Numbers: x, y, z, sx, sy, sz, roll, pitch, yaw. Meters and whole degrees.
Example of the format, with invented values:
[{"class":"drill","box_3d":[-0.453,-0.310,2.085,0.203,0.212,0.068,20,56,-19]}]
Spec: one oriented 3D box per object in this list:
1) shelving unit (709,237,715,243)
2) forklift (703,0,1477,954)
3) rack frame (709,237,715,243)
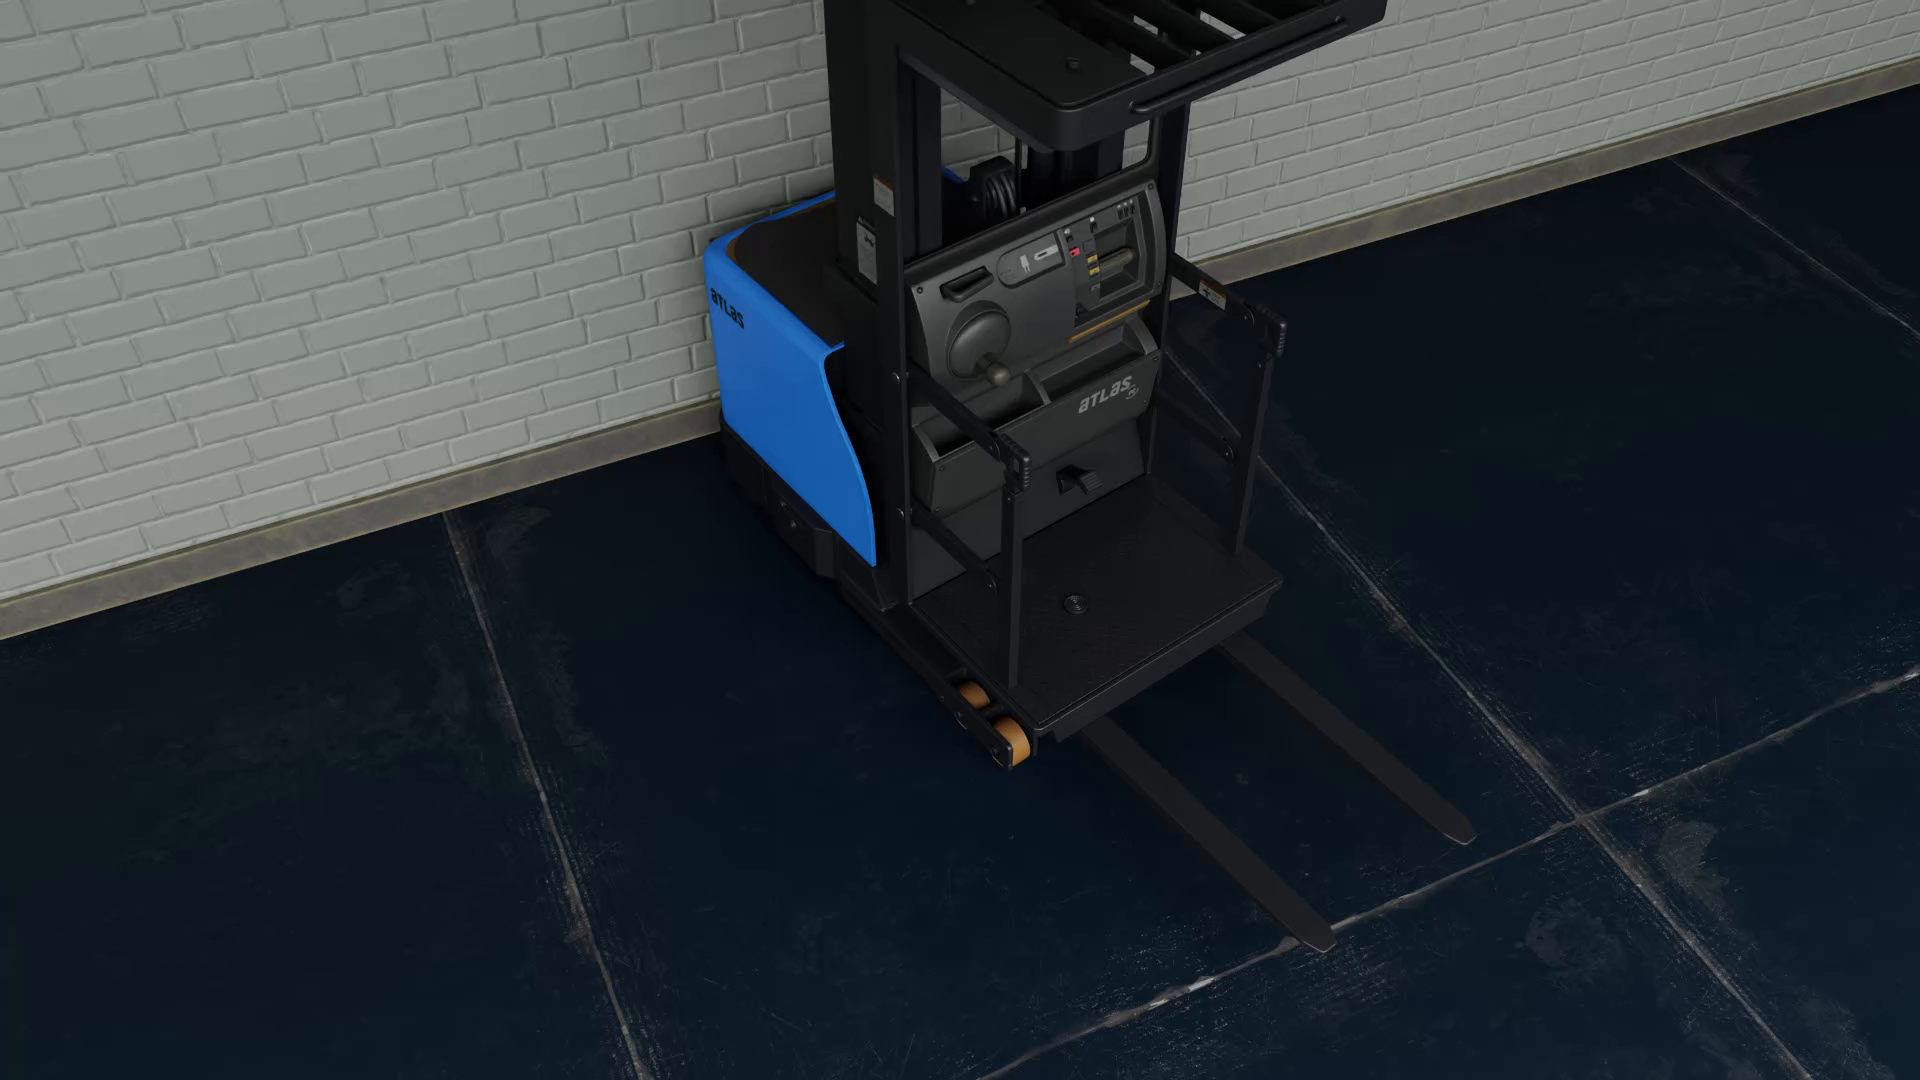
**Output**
[{"class":"shelving unit","box_3d":[-0.737,-0.772,6.388,0.258,0.900,0.210,-22,48,-15]},{"class":"forklift","box_3d":[0.381,-0.693,4.865,1.130,2.935,3.031,-28,51,-26]},{"class":"rack frame","box_3d":[-0.782,-0.835,6.453,0.240,0.900,0.006,-22,48,-15]}]
